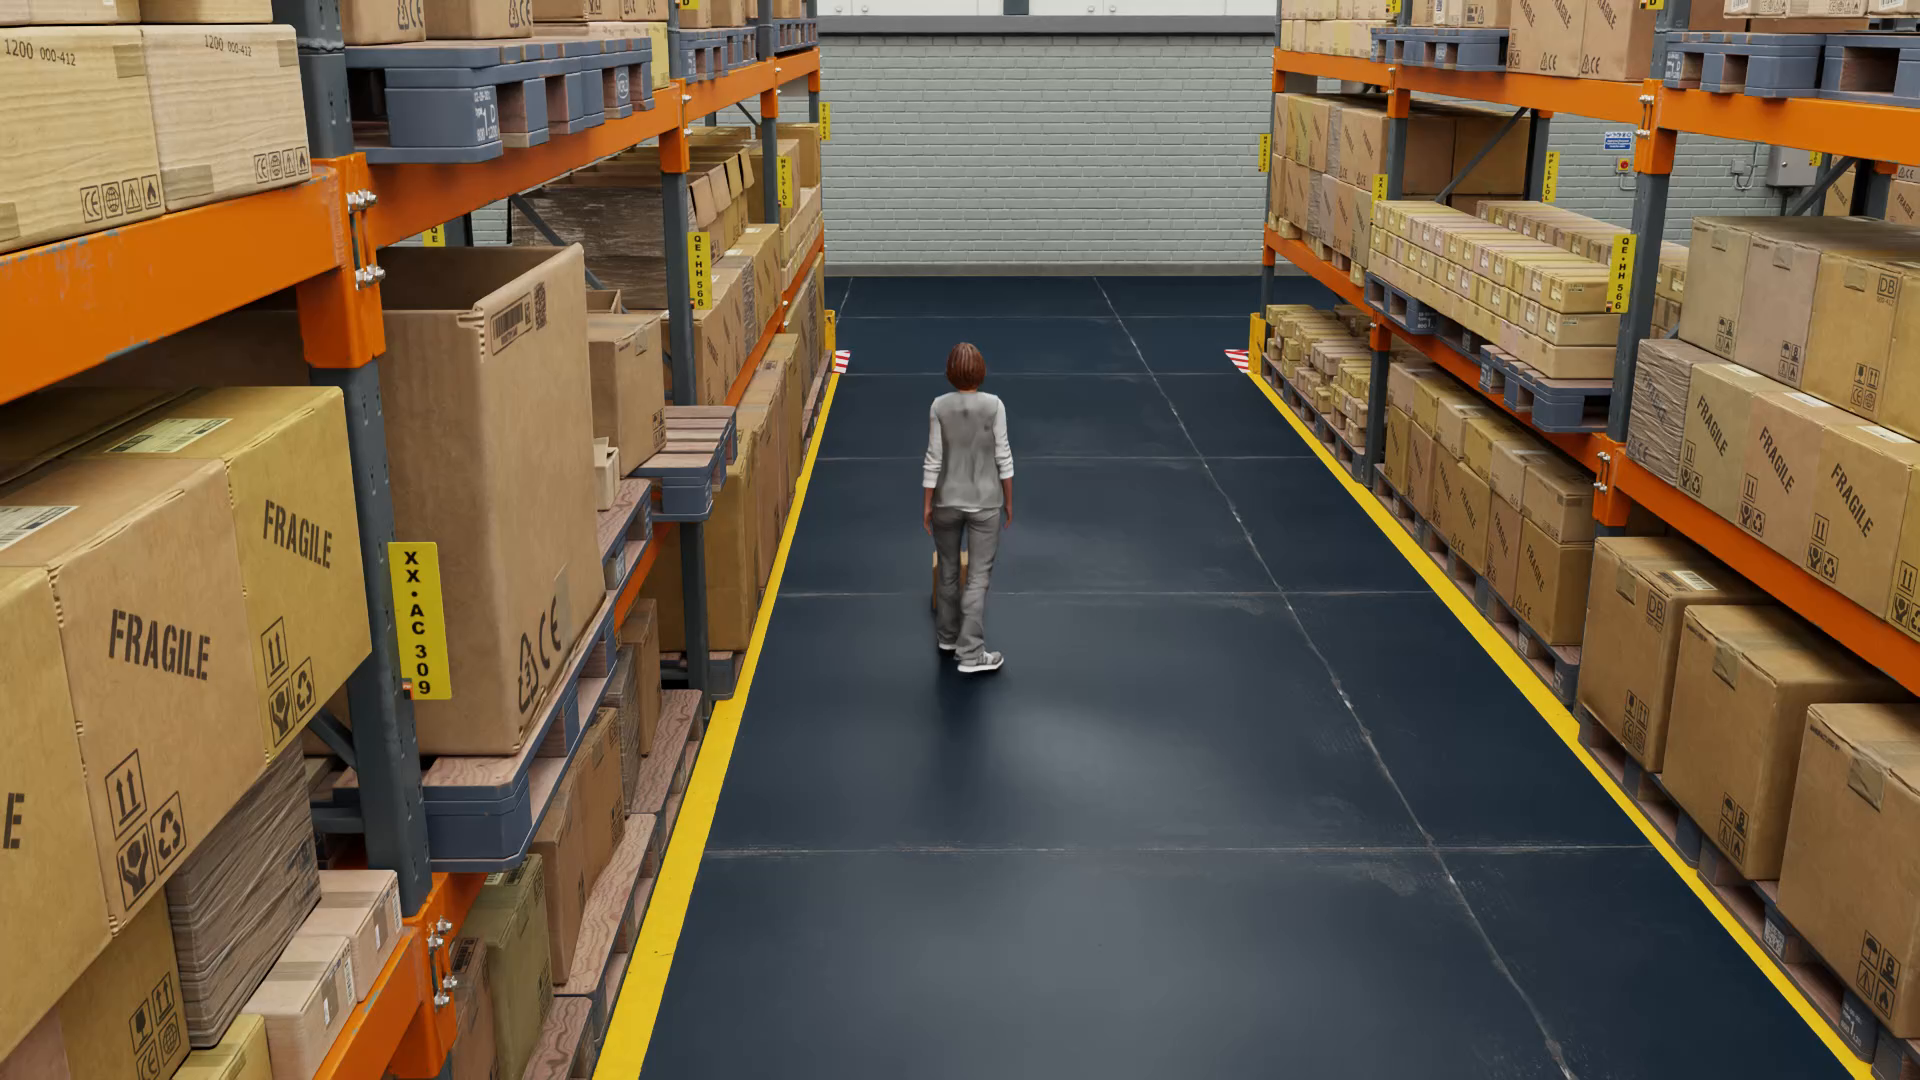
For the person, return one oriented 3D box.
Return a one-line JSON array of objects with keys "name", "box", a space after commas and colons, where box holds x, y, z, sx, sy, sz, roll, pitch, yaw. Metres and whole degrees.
[{"name": "person", "box": [0.045, -0.178, 8.105, 0.426, 1.584, 0.607, 3, 18, 10]}]
